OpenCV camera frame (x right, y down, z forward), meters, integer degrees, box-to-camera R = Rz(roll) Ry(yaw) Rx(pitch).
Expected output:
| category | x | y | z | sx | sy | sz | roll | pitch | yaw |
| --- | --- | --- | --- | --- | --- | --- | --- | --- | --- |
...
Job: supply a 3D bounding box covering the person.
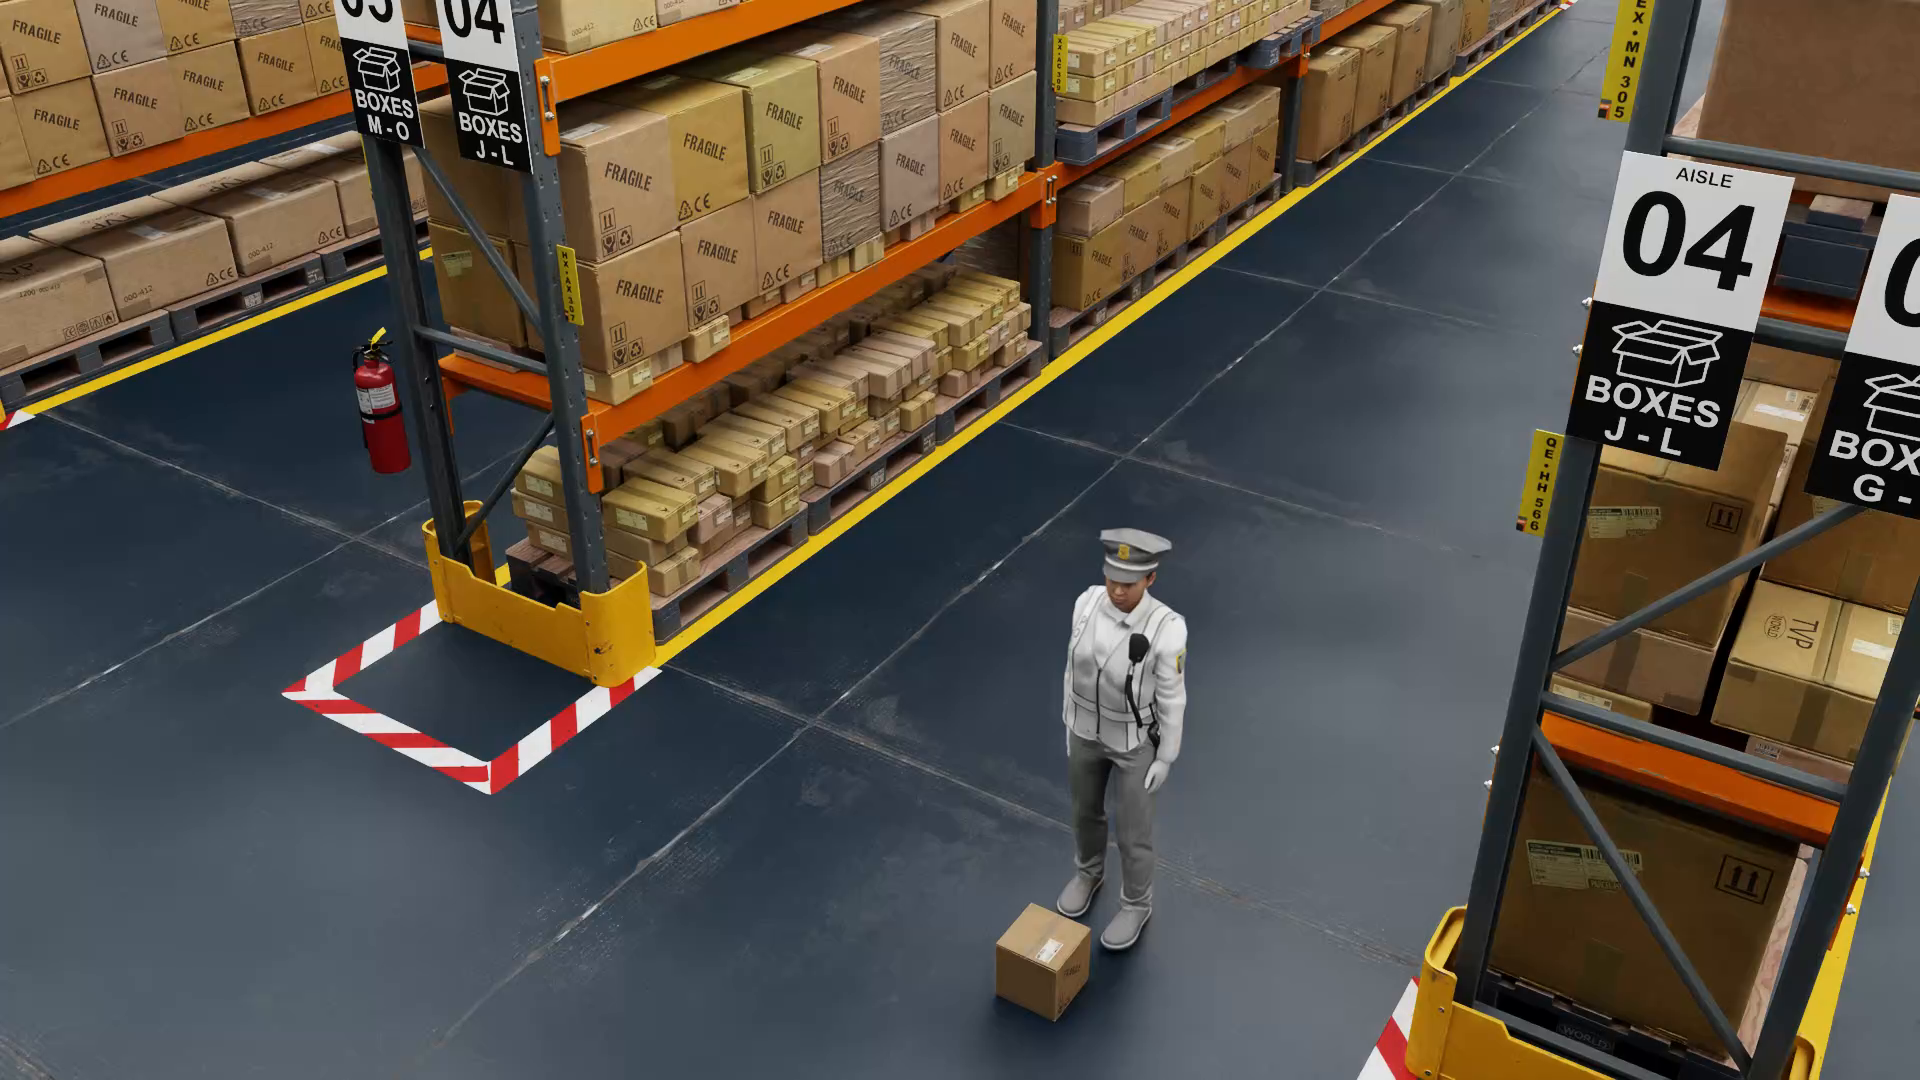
| category | x | y | z | sx | sy | sz | roll | pitch | yaw |
| --- | --- | --- | --- | --- | --- | --- | --- | --- | --- |
| person | 0.560 | 0.706 | 5.922 | 0.469 | 1.683 | 0.356 | 19 | 35 | 28 |
